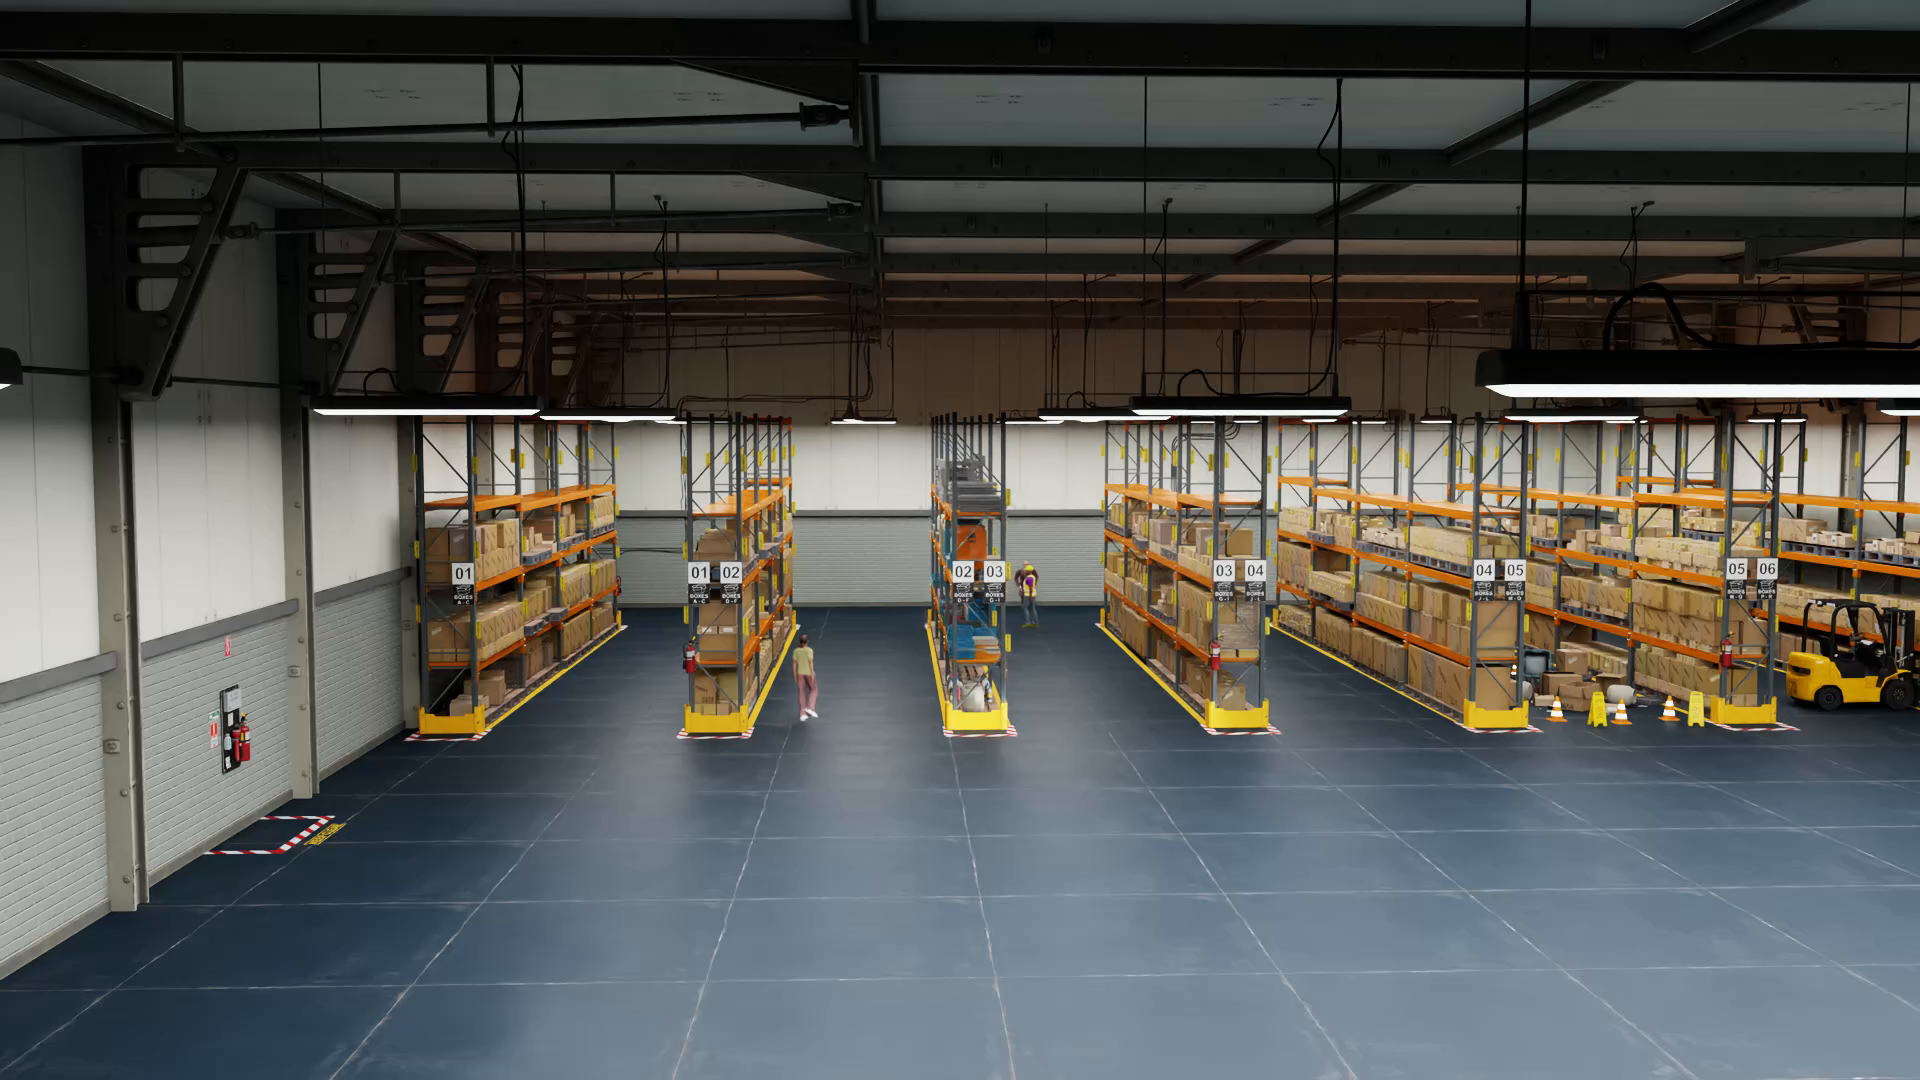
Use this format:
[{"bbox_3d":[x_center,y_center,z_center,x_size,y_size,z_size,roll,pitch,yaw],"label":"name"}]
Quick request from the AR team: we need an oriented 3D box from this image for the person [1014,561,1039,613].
[{"bbox_3d":[2.014,1.461,50.422,0.745,1.684,0.657,0,4,5],"label":"person"}]

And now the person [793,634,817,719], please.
[{"bbox_3d":[-3.048,2.666,32.543,0.479,1.656,0.515,1,4,11],"label":"person"}]

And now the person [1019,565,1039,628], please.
[{"bbox_3d":[1.977,1.626,47.506,0.593,1.802,0.621,1,4,18],"label":"person"}]
